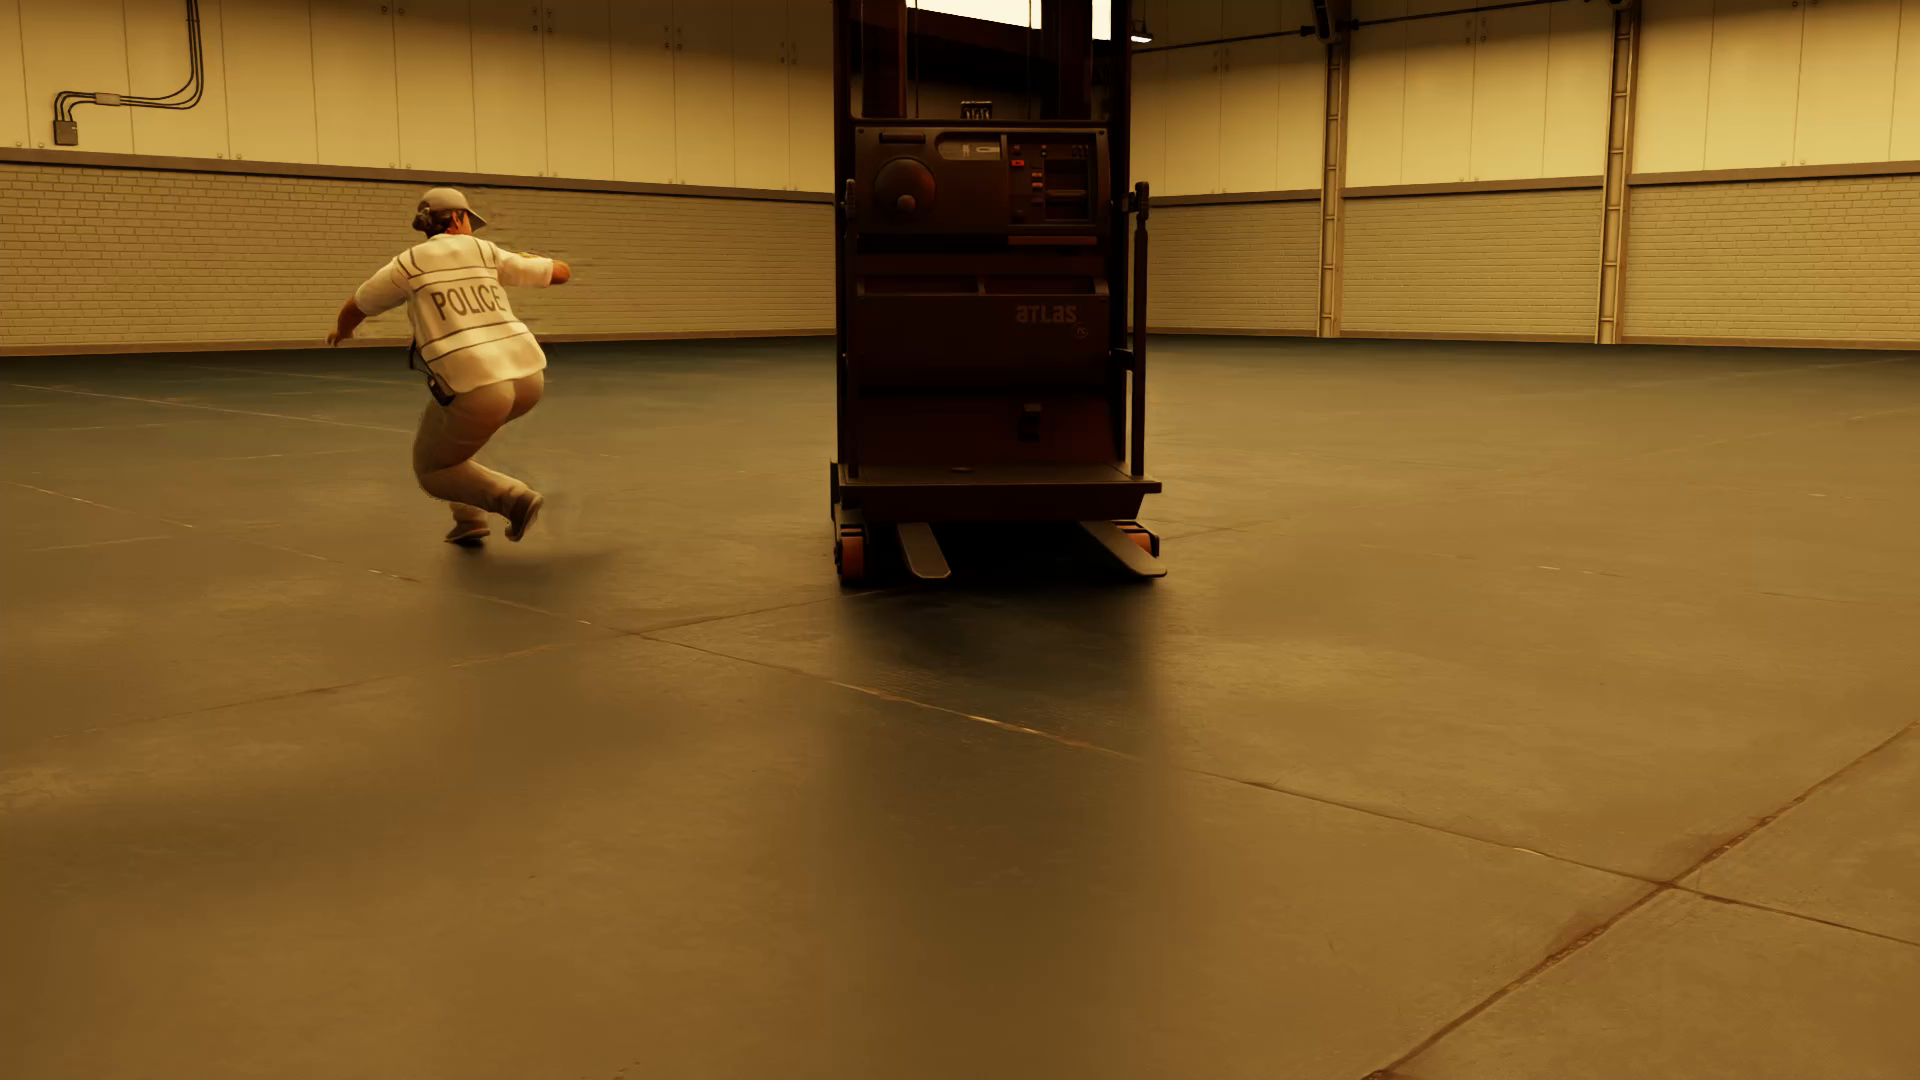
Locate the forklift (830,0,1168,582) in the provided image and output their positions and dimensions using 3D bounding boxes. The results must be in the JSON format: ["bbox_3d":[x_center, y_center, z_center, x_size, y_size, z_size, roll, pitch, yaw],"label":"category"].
[{"bbox_3d":[0.102,-1.353,5.858,1.130,2.935,3.031,-1,9,-5],"label":"forklift"}]

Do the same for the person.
[{"bbox_3d":[-1.973,-0.664,6.525,1.027,1.401,0.738,6,11,37],"label":"person"}]
